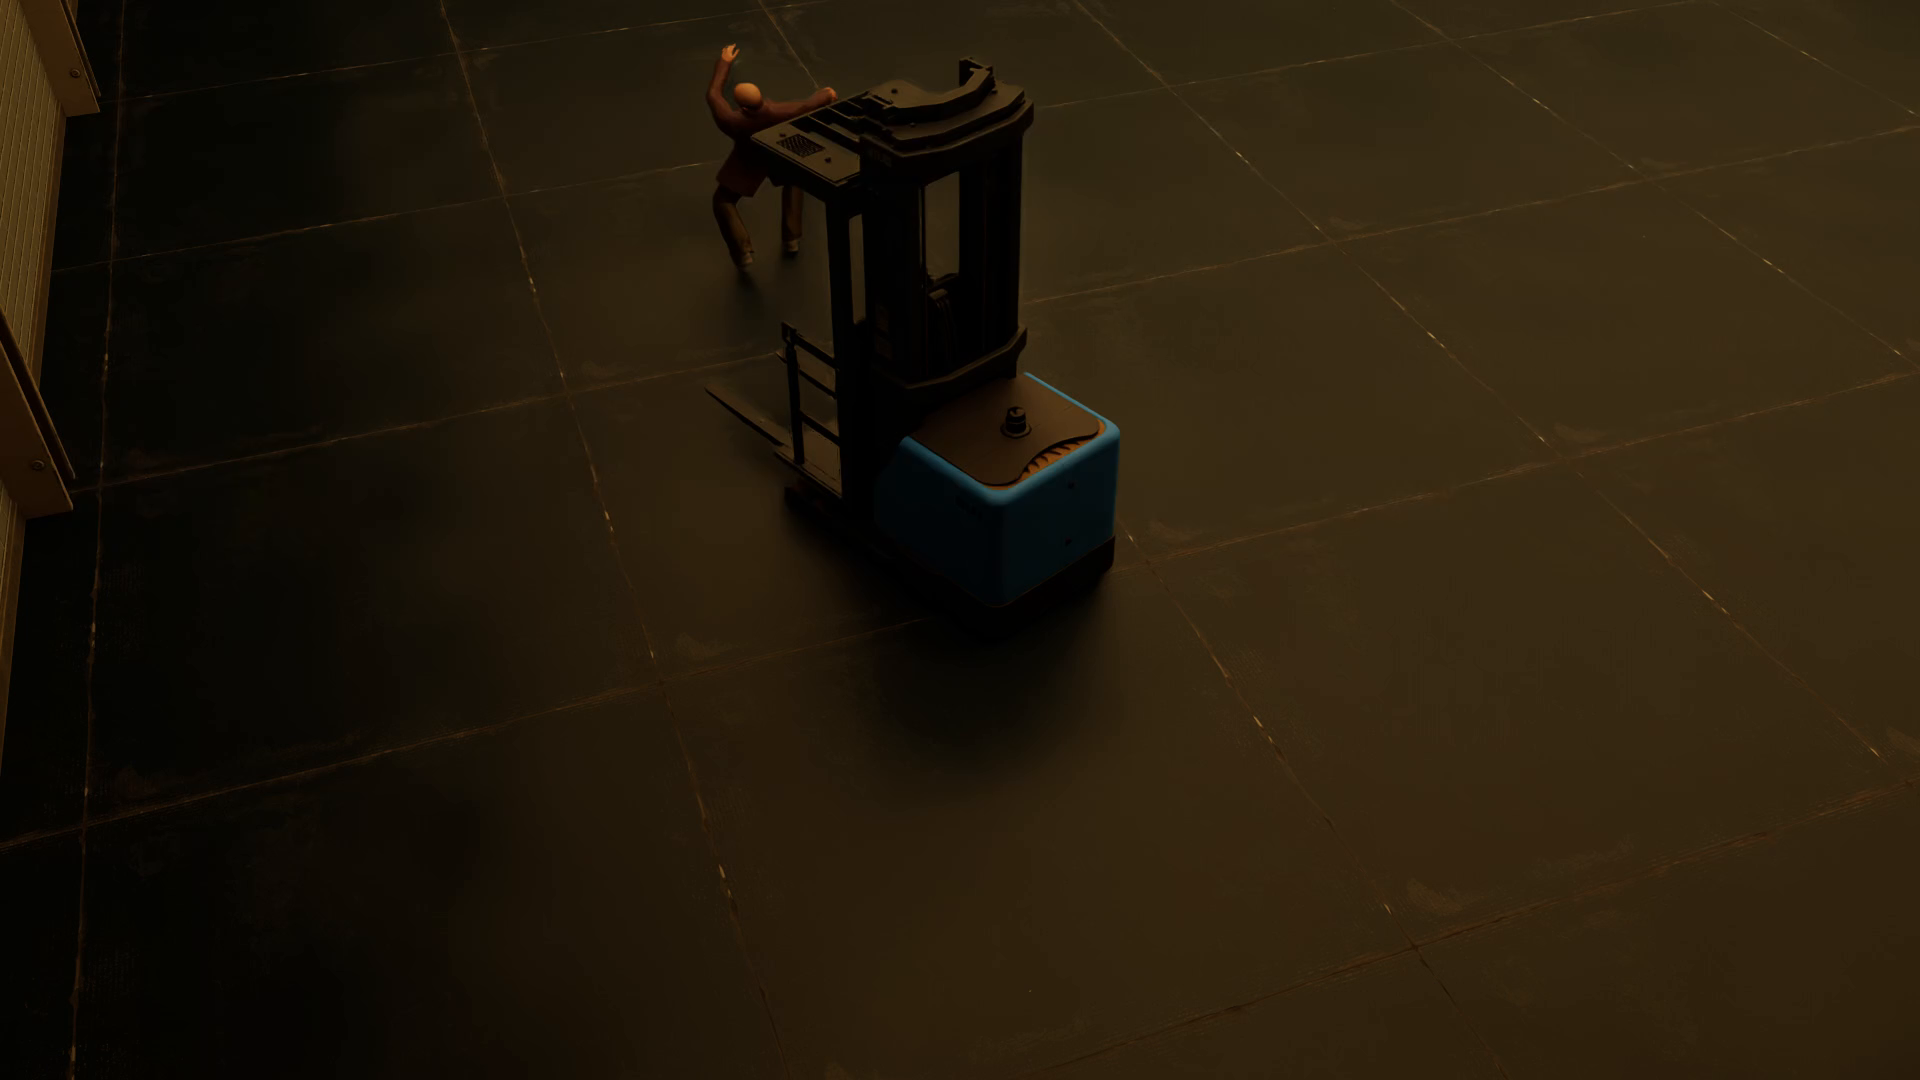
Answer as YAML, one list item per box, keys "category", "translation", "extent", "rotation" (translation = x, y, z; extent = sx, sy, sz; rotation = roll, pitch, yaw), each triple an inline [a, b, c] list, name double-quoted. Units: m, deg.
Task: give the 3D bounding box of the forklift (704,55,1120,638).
- category: "forklift"
  translation: [-0.449, -1.420, 9.688]
  extent: [1.130, 2.935, 3.031]
  rotation: [-31, 49, -31]

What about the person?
- category: "person"
  translation: [-1.359, -2.891, 12.507]
  extent: [1.103, 1.545, 0.808]
  rotation: [-20, 44, -22]
